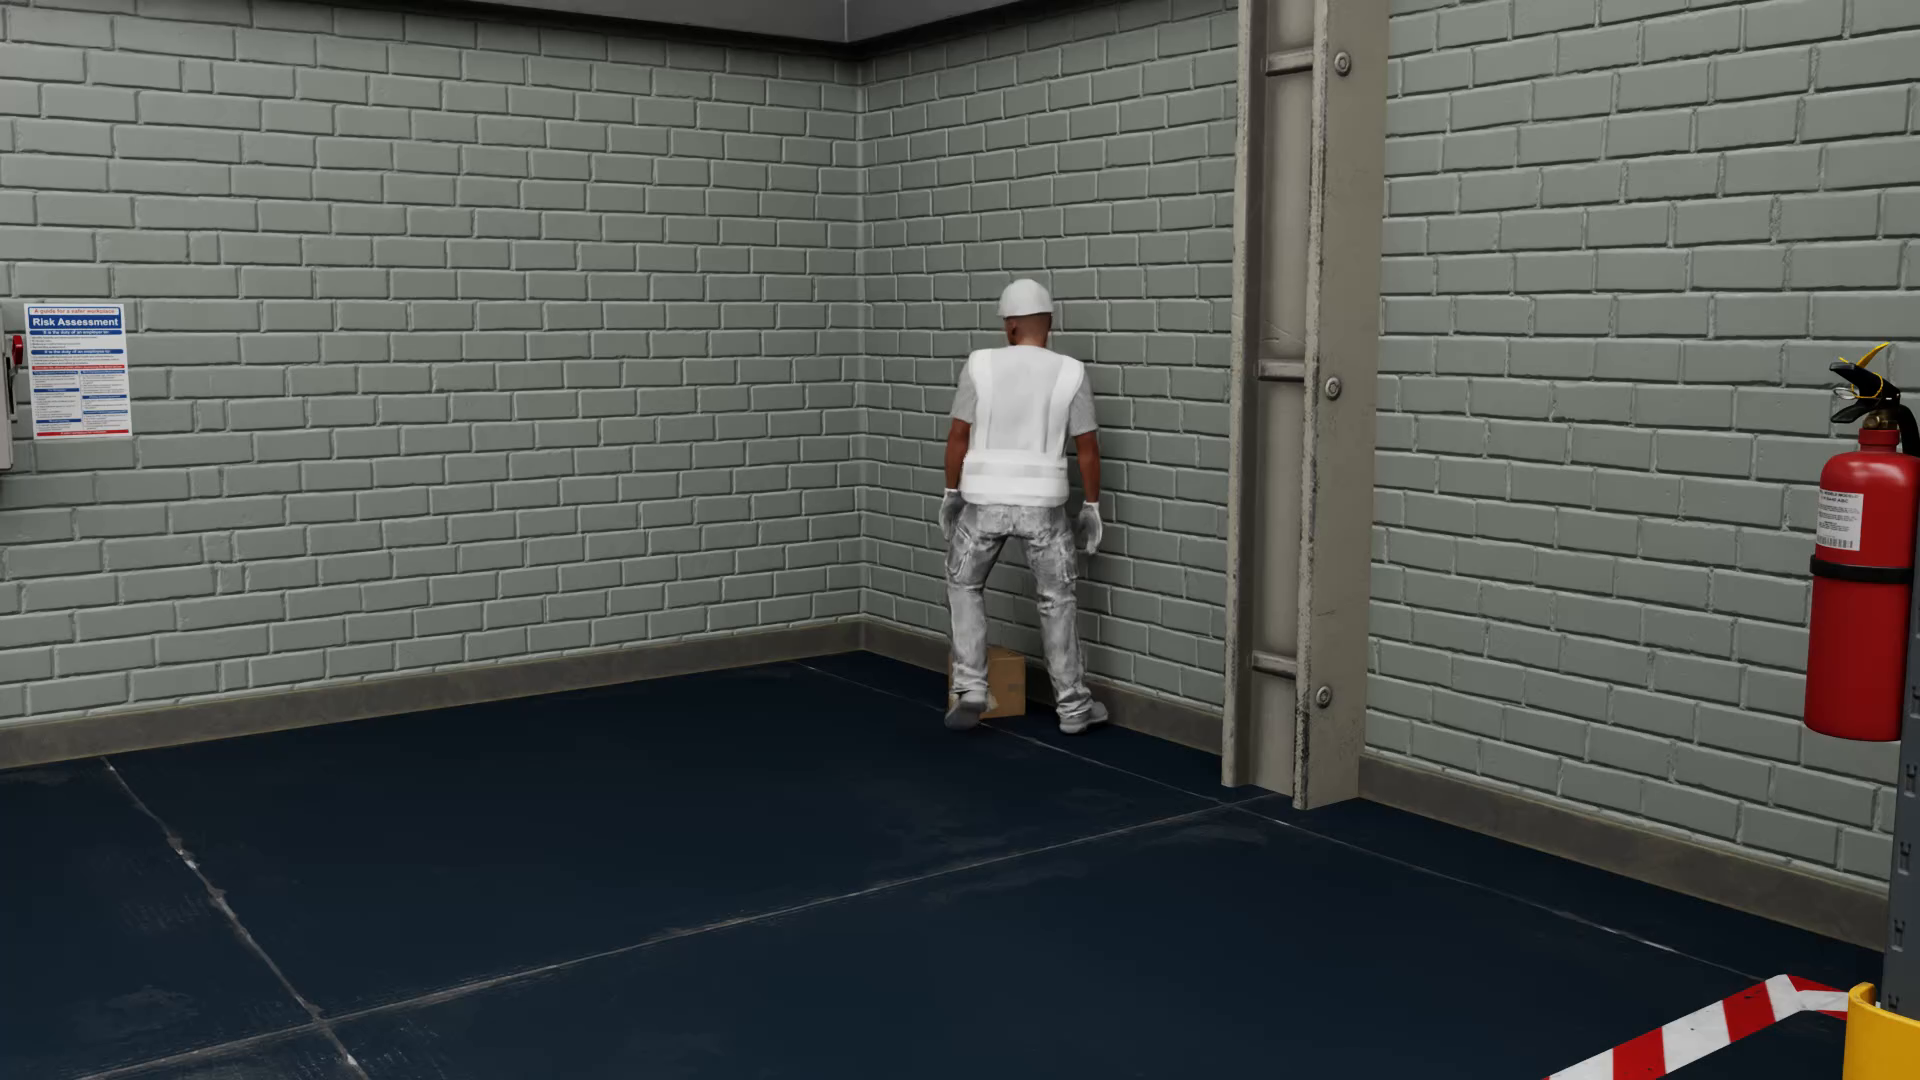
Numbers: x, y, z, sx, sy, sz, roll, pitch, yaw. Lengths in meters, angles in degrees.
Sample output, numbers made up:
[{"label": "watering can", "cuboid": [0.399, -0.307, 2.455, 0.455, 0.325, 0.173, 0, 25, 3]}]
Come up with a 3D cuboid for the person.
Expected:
[{"label": "person", "cuboid": [0.256, -0.119, 6.560, 0.682, 1.801, 0.412, 1, 8, 4]}]
